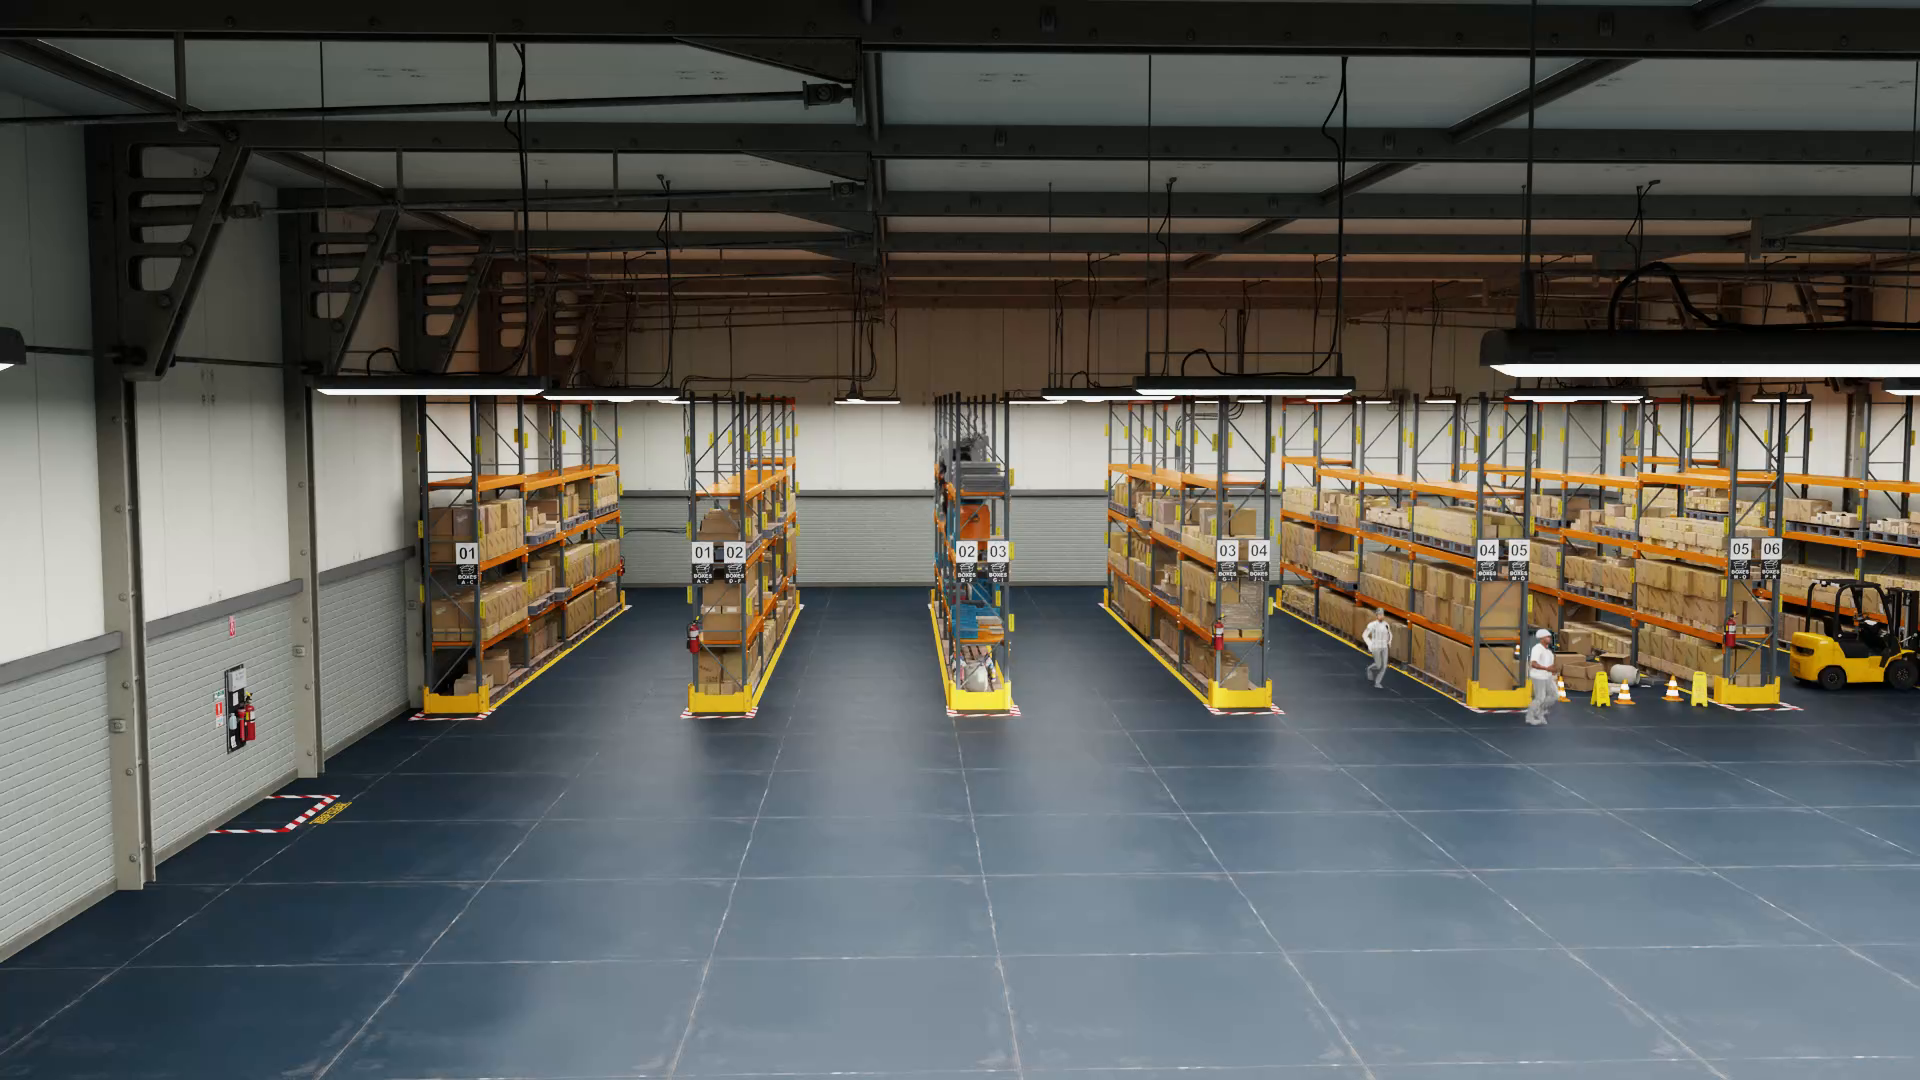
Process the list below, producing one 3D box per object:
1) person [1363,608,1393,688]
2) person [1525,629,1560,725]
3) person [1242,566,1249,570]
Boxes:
[{"bbox_3d":[8.533,2.191,33.833,0.614,1.646,0.553,-1,5,-11],"label":"person"},{"bbox_3d":[10.461,2.467,29.794,0.700,1.754,0.657,-5,6,-45],"label":"person"},{"bbox_3d":[7.940,1.254,45.536,0.587,1.684,0.934,0,5,6],"label":"person"}]
